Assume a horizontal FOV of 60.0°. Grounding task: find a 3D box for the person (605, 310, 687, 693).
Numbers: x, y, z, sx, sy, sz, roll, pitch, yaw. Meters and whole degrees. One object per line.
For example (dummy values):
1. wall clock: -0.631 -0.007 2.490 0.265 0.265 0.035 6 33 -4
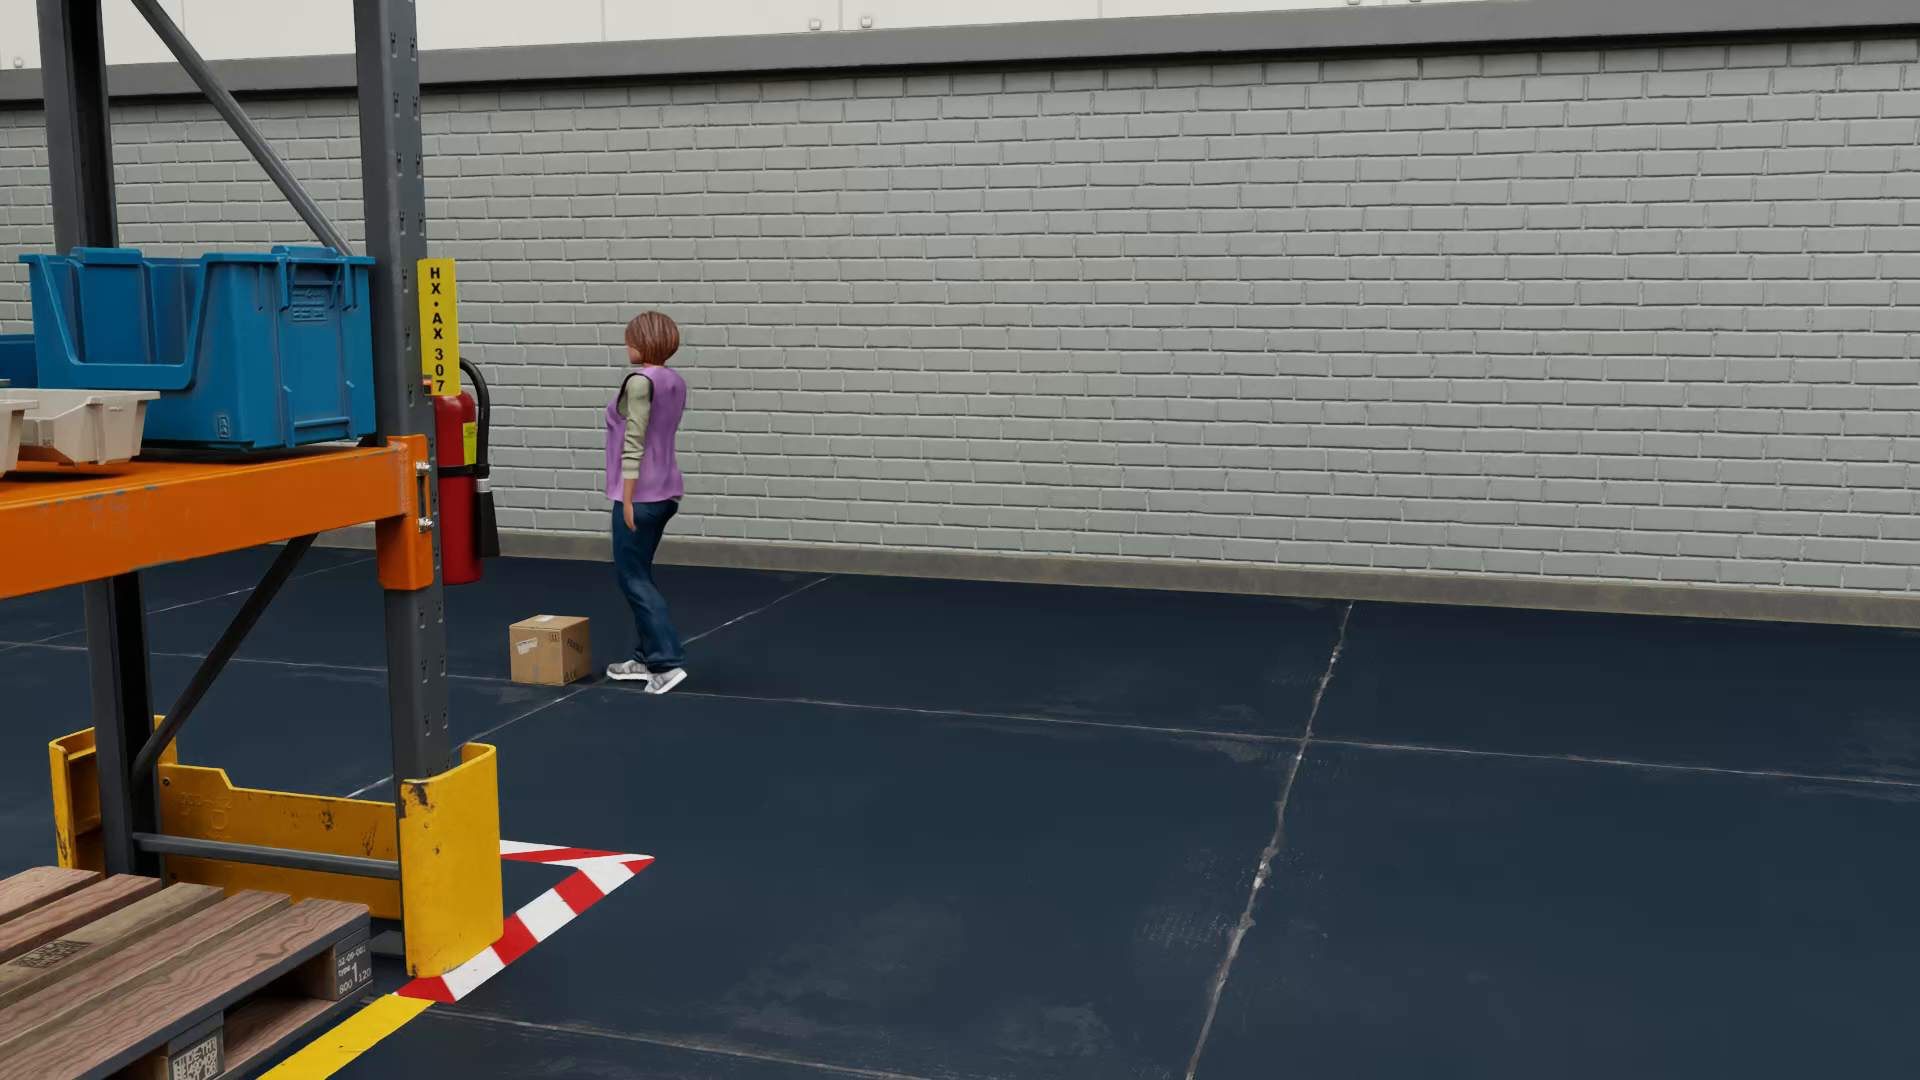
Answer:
1. person: -1.345 -0.124 6.994 0.459 1.656 0.419 3 9 17
